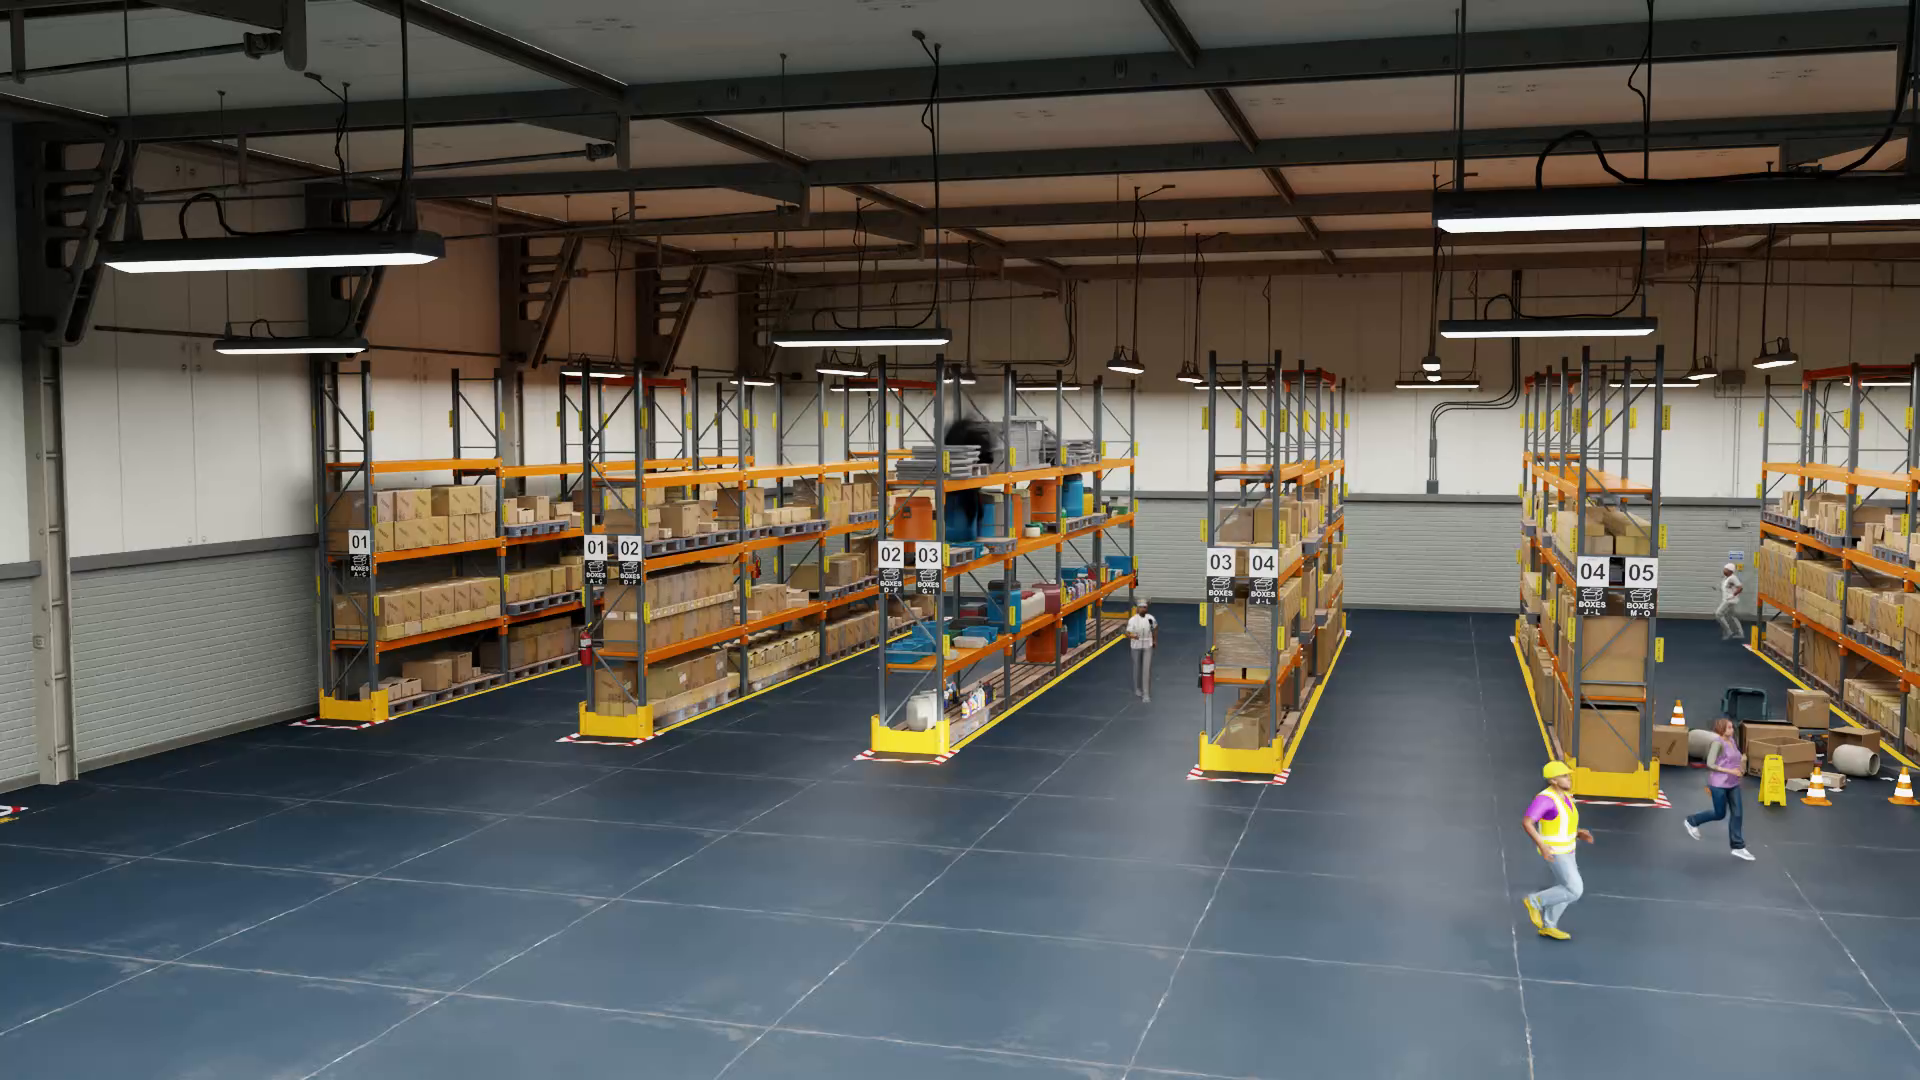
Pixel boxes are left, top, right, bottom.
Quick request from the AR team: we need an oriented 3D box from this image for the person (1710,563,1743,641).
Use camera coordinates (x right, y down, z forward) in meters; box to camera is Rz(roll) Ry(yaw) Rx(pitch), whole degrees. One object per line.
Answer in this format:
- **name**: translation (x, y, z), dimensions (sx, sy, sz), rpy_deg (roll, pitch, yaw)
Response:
- **person**: translation (17.460, 1.427, 37.858), dimensions (0.738, 1.831, 0.677), rpy_deg (2, 4, 24)

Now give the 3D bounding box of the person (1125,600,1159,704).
- **person**: translation (3.078, 1.858, 28.008), dimensions (0.580, 1.707, 0.829), rpy_deg (0, 4, 1)

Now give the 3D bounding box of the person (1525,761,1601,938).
- **person**: translation (5.839, 2.992, 16.011), dimensions (0.590, 1.724, 0.691), rpy_deg (3, 5, 39)

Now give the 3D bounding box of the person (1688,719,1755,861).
- **person**: translation (8.807, 2.847, 19.141), dimensions (0.537, 1.584, 0.805), rpy_deg (-3, 5, -32)
